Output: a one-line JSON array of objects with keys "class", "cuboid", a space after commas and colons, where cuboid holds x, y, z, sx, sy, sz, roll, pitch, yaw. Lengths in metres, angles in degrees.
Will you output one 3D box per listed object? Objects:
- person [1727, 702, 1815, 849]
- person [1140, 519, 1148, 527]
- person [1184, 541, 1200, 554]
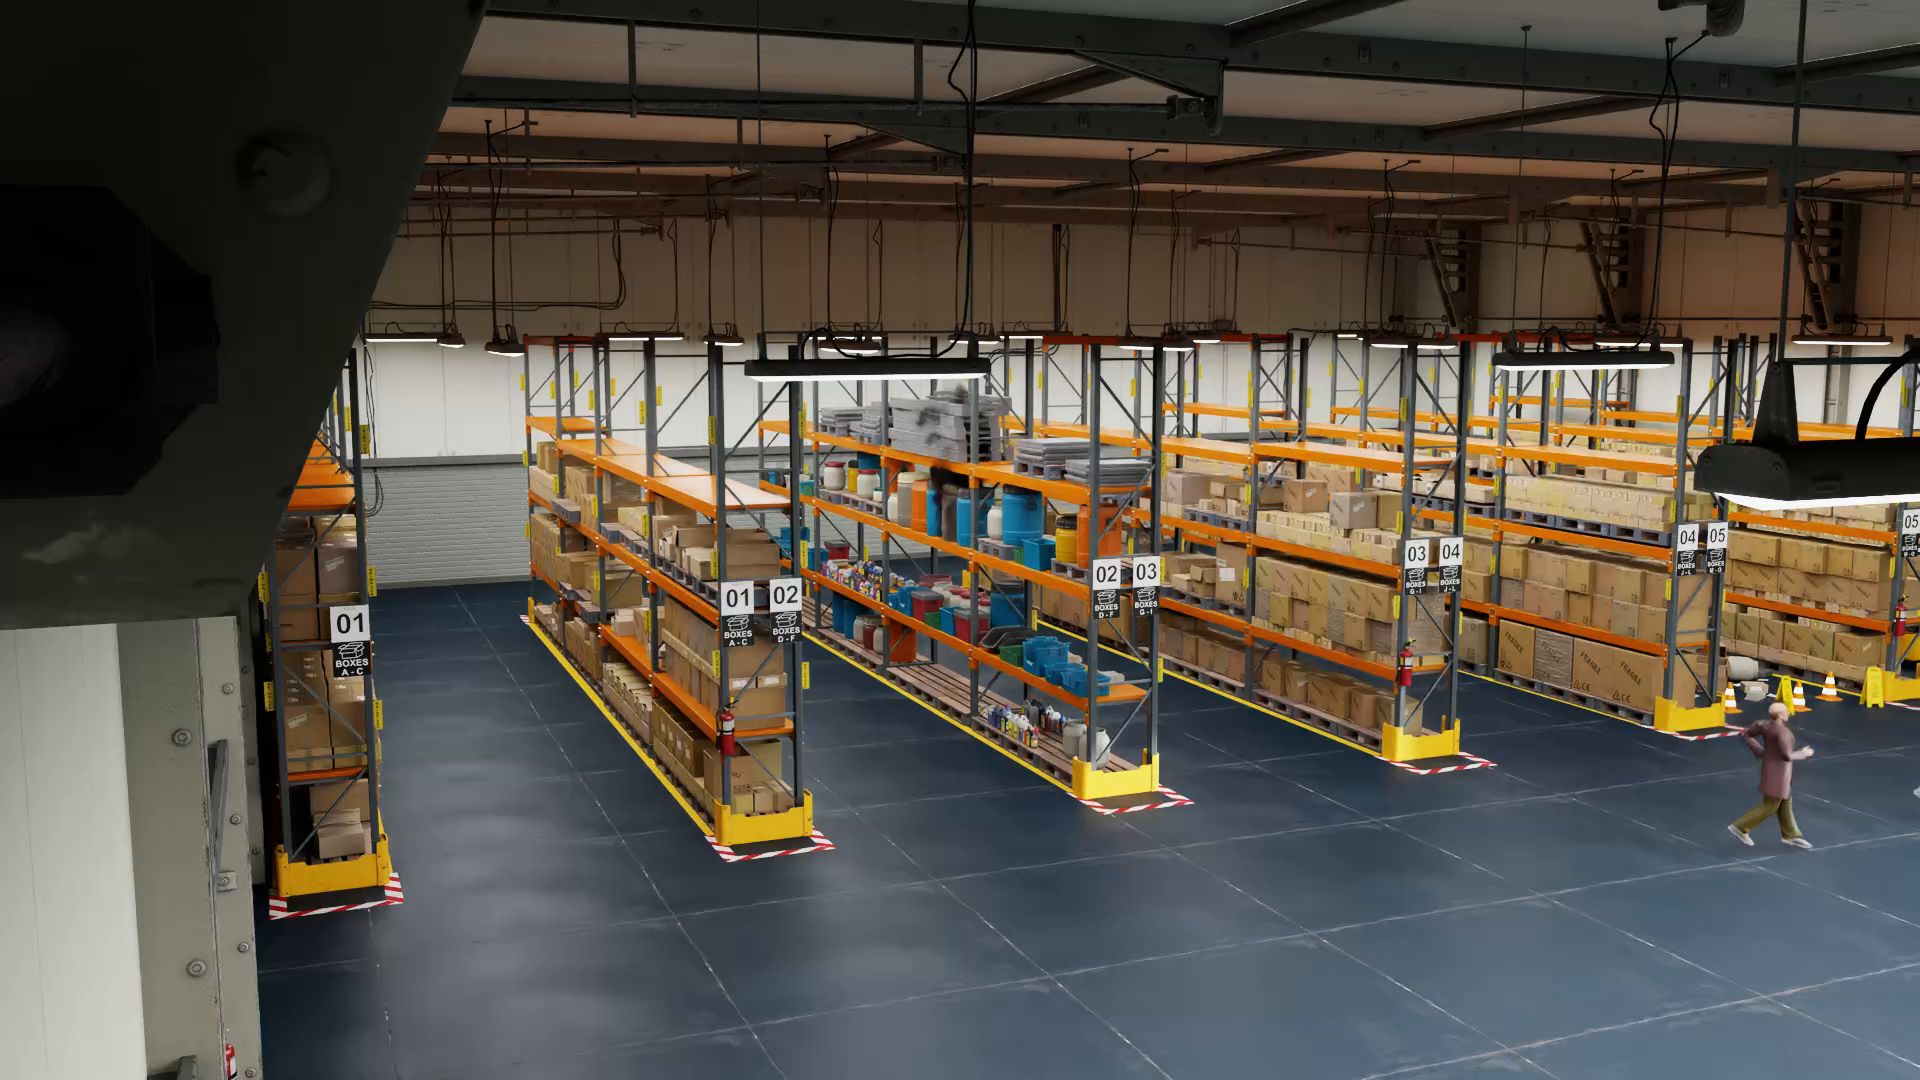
[{"class": "person", "cuboid": [9.680, 2.810, 19.760, 1.040, 1.788, 0.708, 1, 8, 5]}, {"class": "person", "cuboid": [4.155, 0.330, 38.528, 0.717, 1.801, 0.974, -3, 8, -23]}, {"class": "person", "cuboid": [5.812, 0.058, 41.747, 0.754, 1.460, 0.610, 5, 9, 34]}]
